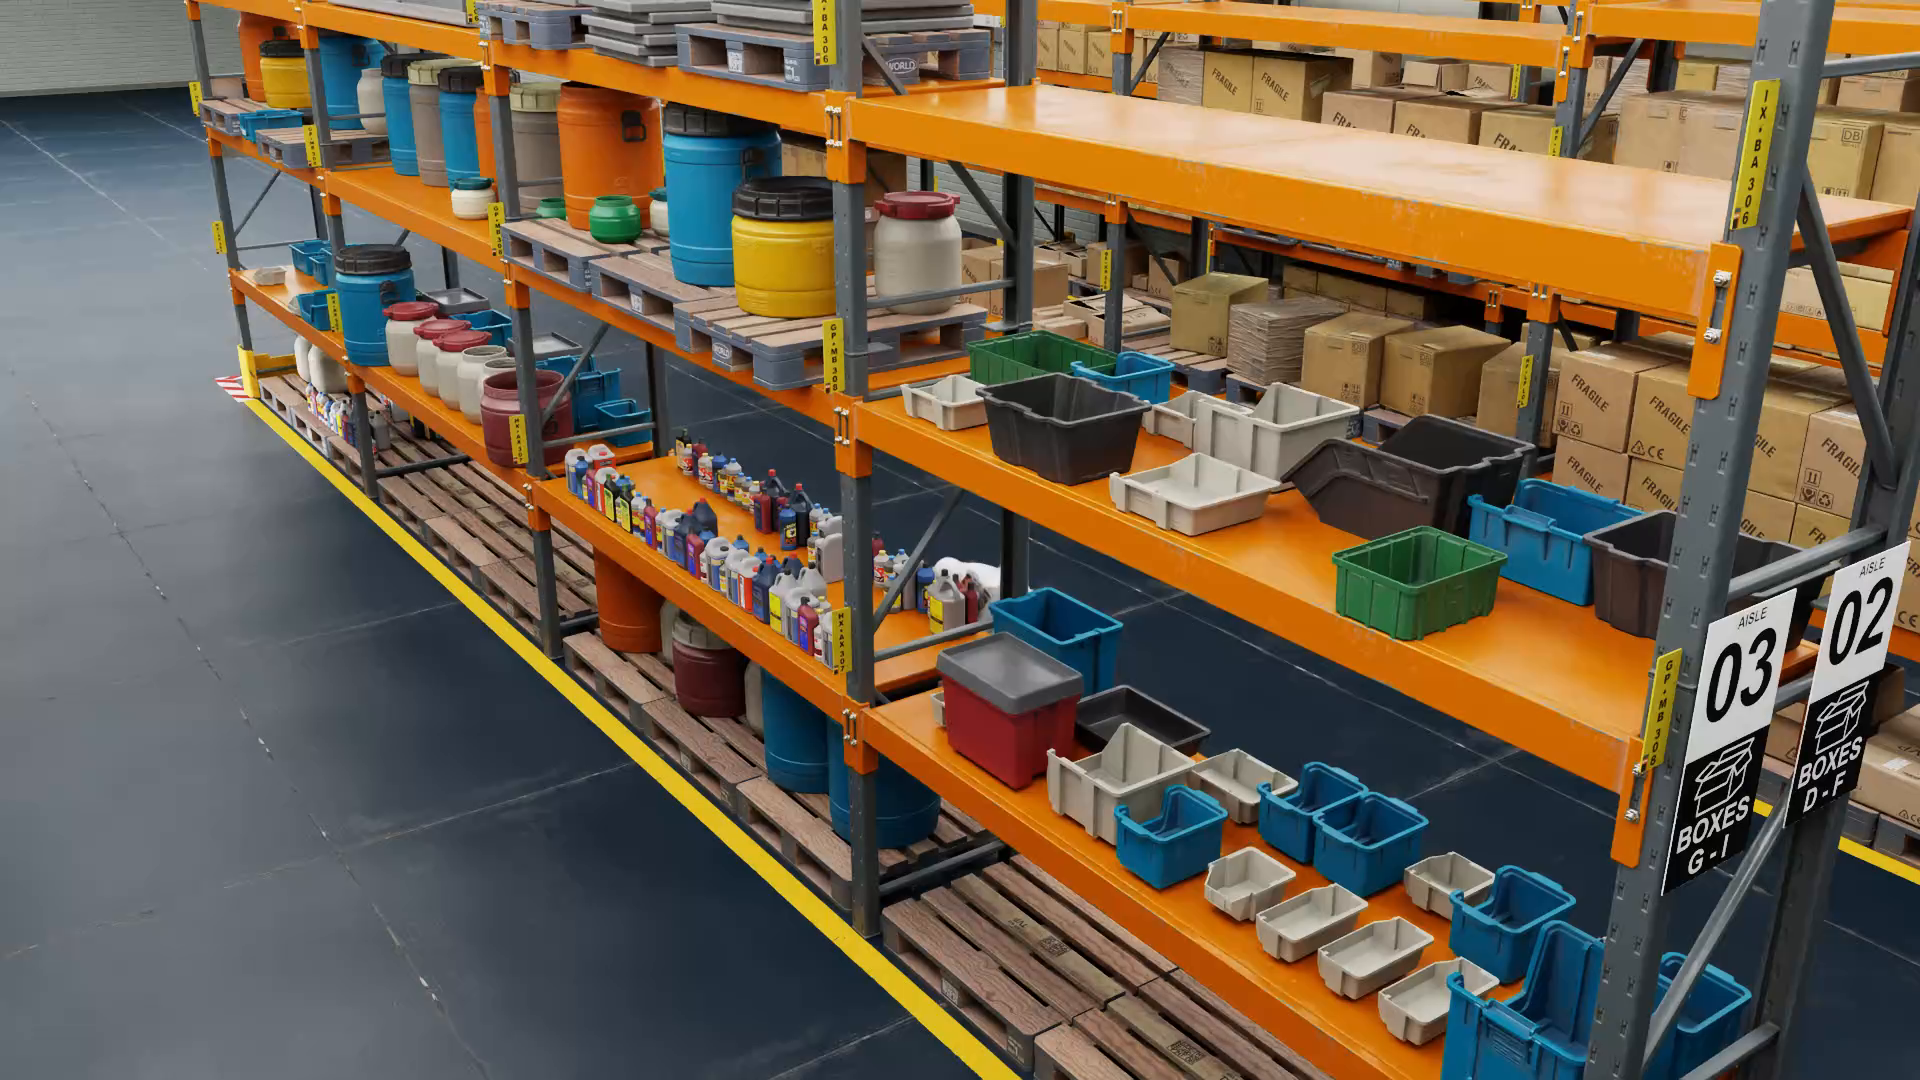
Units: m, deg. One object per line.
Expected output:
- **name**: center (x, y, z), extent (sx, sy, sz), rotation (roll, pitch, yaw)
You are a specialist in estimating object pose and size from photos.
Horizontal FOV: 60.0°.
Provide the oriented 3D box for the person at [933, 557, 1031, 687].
- **person**: center (0.137, 0.507, 10.816), extent (0.878, 1.005, 0.536), rotation (-15, 26, -33)
